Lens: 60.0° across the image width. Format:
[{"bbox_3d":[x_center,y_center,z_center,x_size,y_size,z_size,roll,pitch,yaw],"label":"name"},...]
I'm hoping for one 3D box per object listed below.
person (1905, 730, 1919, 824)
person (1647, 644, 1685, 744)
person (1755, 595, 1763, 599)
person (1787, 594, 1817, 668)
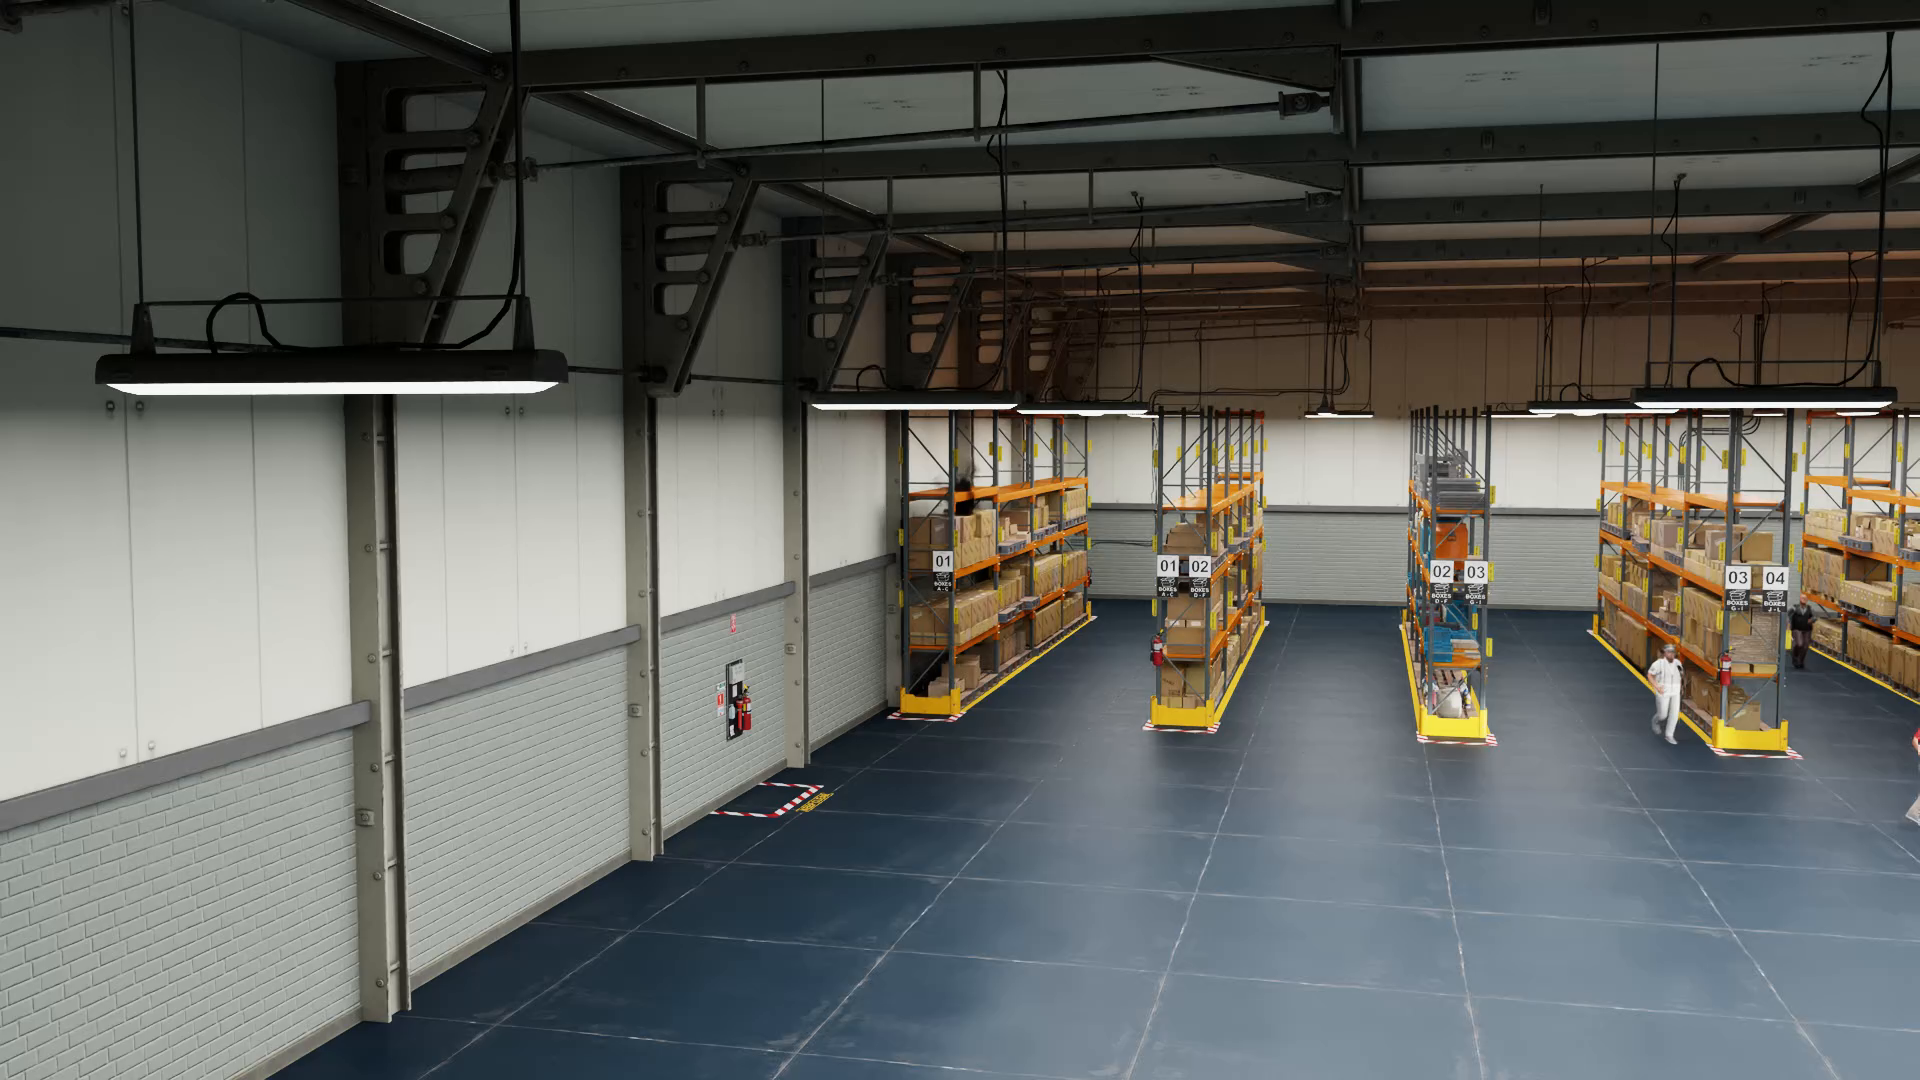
[{"bbox_3d":[13.589,3.210,23.146,0.729,1.785,0.662,4,6,44],"label":"person"},{"bbox_3d":[12.663,2.723,29.793,0.678,1.754,0.725,0,4,3],"label":"person"},{"bbox_3d":[20.227,1.890,42.133,0.598,1.628,0.554,2,4,21],"label":"person"},{"bbox_3d":[19.471,2.108,38.459,0.639,1.697,0.672,1,4,12],"label":"person"}]
